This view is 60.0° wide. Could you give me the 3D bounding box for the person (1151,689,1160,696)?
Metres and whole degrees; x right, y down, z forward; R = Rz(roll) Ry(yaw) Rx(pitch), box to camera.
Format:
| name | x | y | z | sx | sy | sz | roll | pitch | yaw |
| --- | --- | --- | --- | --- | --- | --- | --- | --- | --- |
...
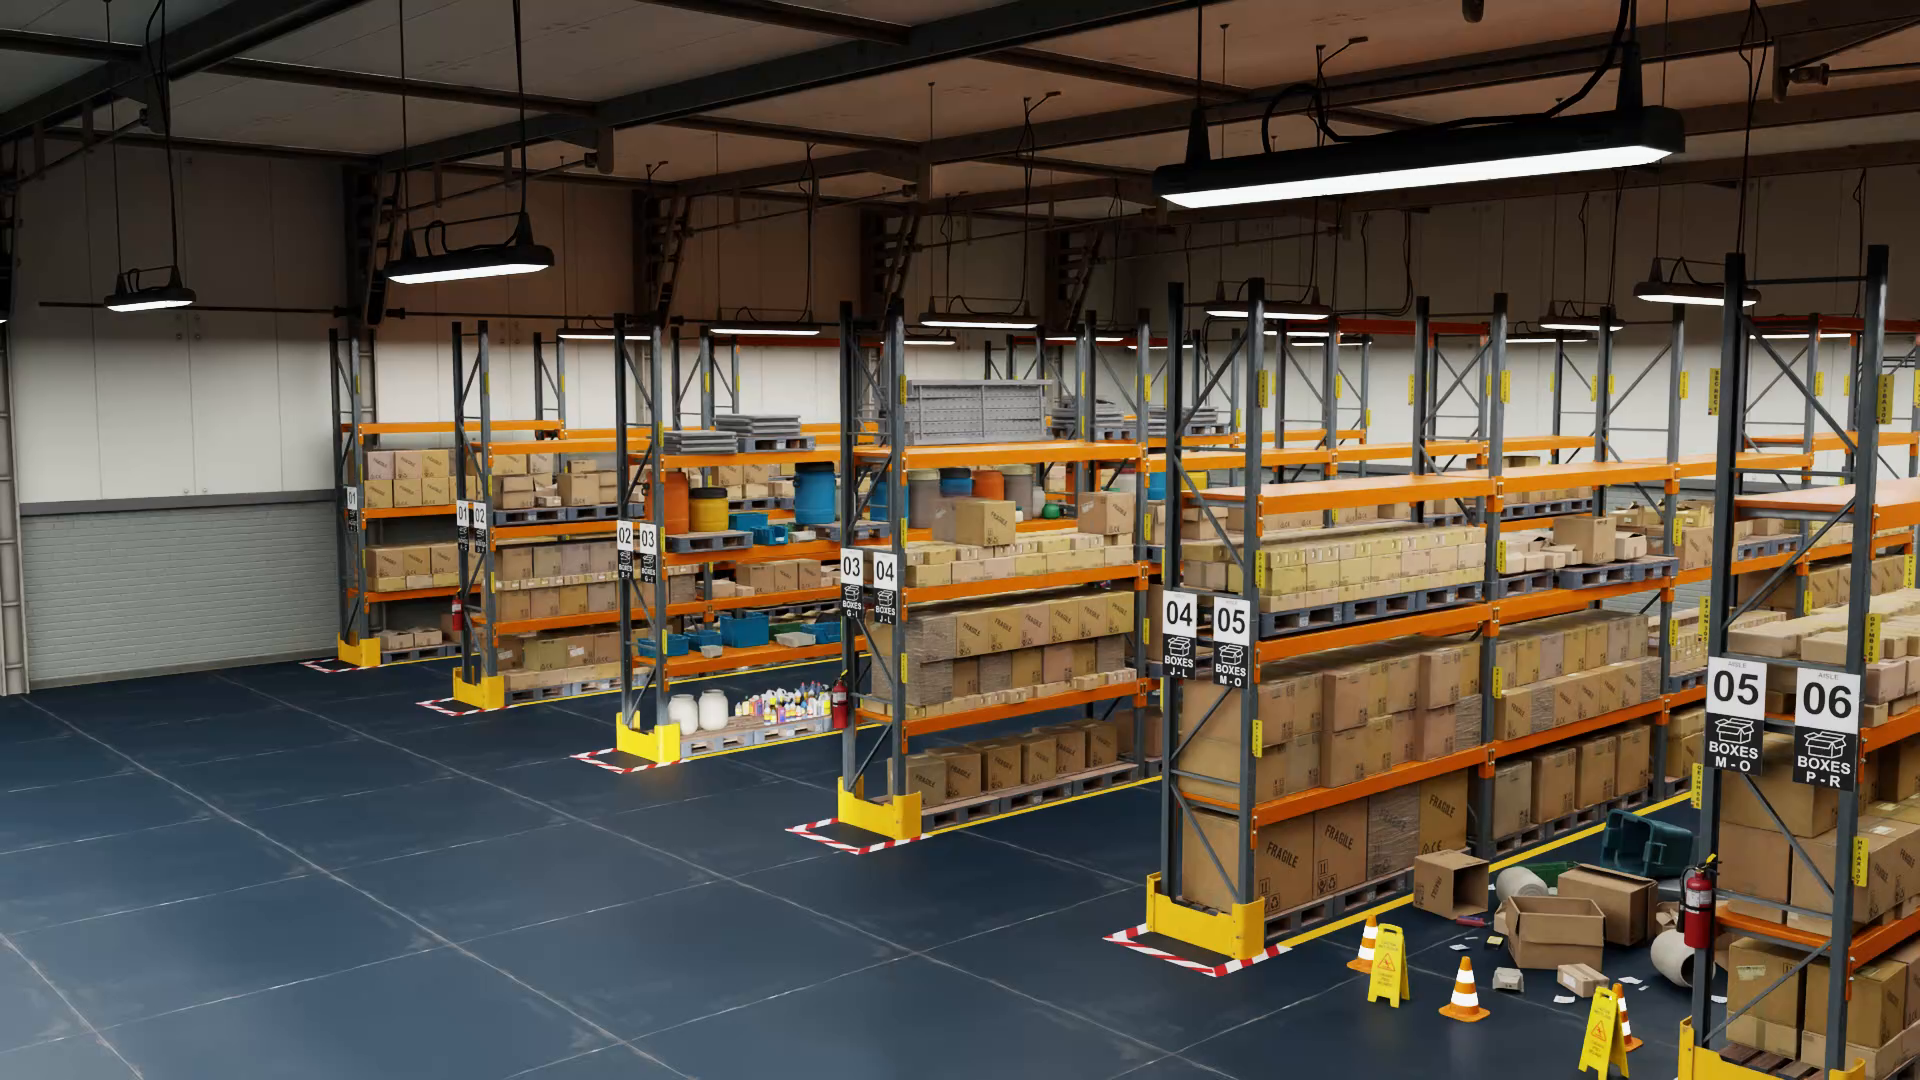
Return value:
| name | x | y | z | sx | sy | sz | roll | pitch | yaw |
| --- | --- | --- | --- | --- | --- | --- | --- | --- | --- |
| person | 3.481 | 1.722 | 26.857 | 0.972 | 1.538 | 0.435 | -5 | 8 | -42 |
